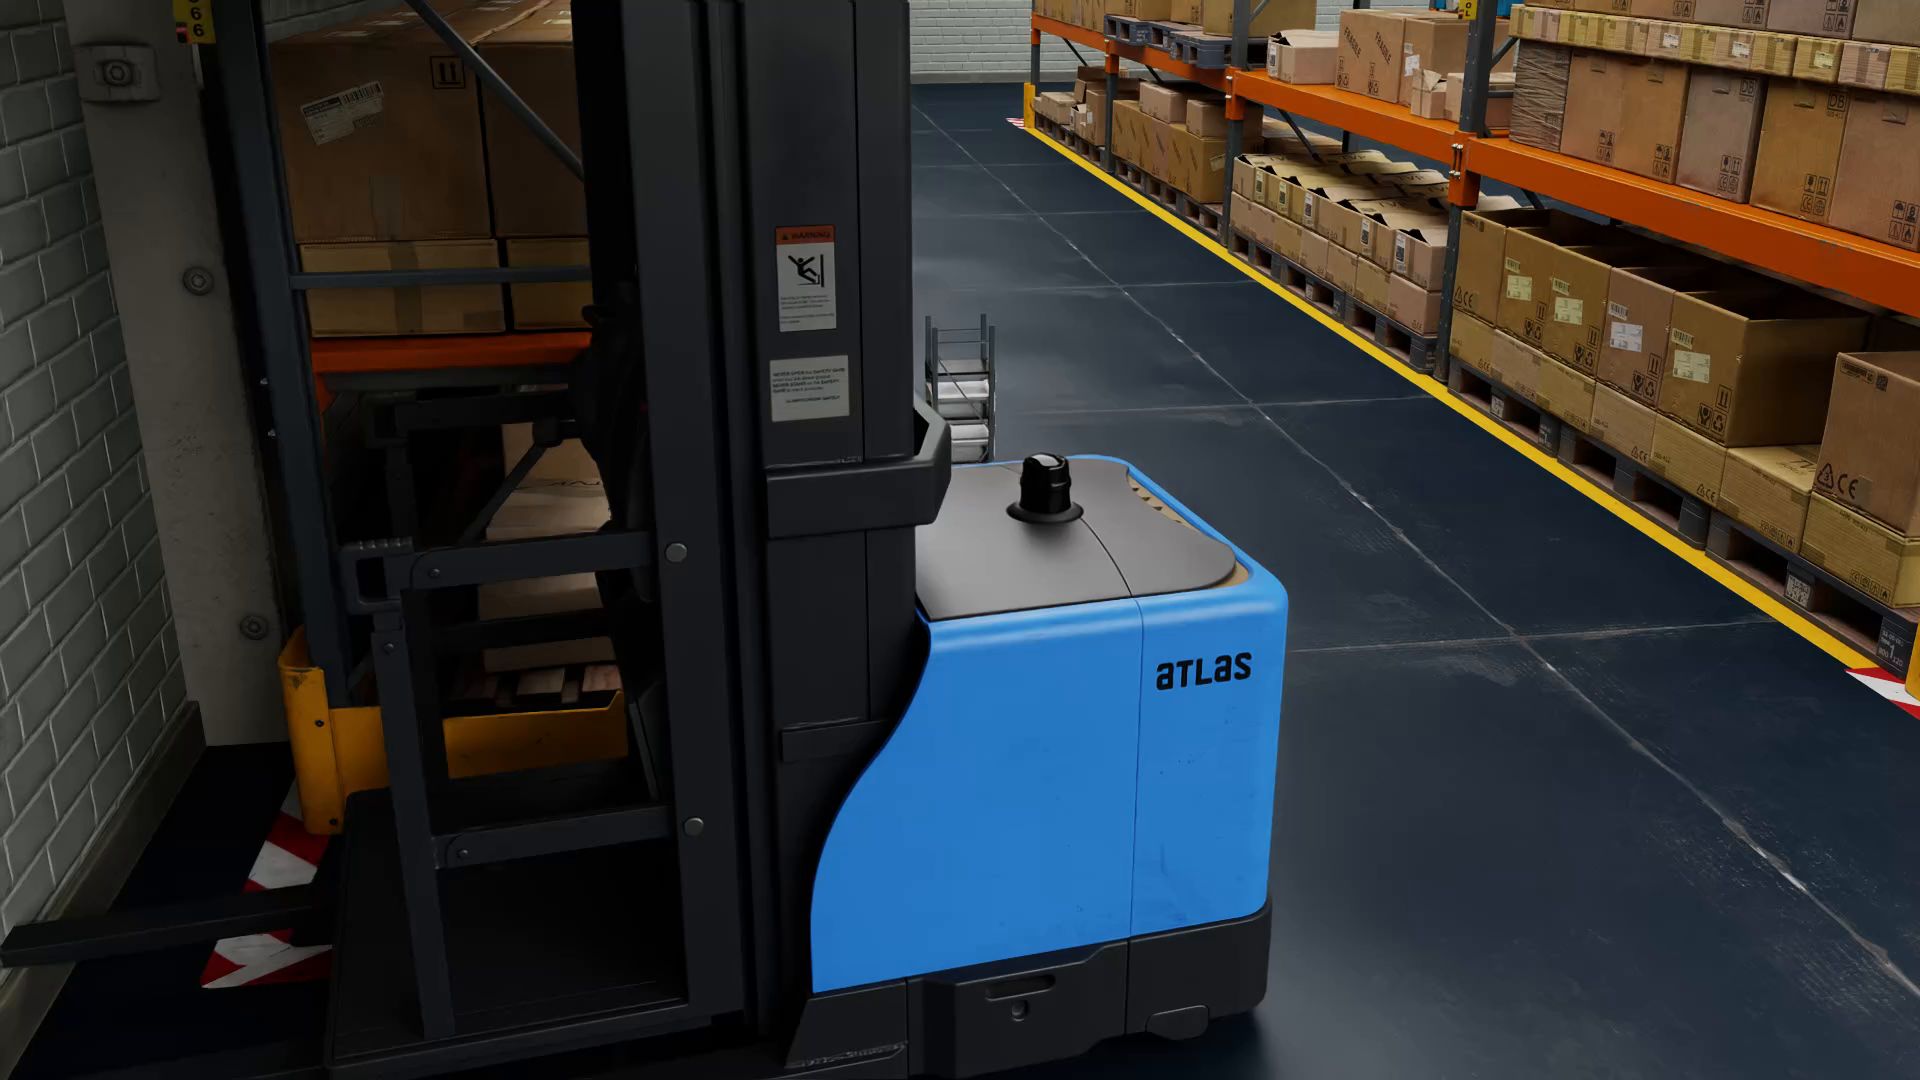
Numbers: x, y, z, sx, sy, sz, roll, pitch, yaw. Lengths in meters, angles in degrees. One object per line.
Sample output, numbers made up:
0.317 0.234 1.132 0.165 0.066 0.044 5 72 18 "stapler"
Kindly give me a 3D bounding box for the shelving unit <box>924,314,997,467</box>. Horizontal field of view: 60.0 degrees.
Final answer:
-0.001 -0.424 6.566 0.258 0.900 0.210 -3 21 -8 "shelving unit"

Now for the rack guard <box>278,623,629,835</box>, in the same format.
-1.252 0.488 4.694 1.175 0.500 0.348 -3 21 -8 "rack guard"

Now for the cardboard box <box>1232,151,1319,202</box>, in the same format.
2.292 -2.652 12.059 0.500 0.311 0.500 -2 21 -6 "cardboard box"

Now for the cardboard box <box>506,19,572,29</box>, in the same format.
-1.074 -1.299 5.020 0.500 0.500 0.500 -3 21 -8 "cardboard box"

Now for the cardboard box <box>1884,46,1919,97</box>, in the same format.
3.341 -1.560 5.535 0.380 0.149 0.250 -3 21 -9 "cardboard box"

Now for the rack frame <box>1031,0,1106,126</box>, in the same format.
1.354 -6.447 19.691 1.000 3.000 0.127 -3 21 -8 "rack frame"

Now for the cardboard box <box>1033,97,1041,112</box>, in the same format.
1.074 -5.155 19.678 0.380 0.149 0.250 -3 21 -8 "cardboard box"

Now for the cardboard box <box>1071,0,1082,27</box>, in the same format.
1.452 -5.625 17.347 0.500 0.500 0.500 -2 21 -7 "cardboard box"

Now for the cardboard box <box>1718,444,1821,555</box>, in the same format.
3.207 -0.159 6.185 0.500 0.250 0.500 -3 21 -8 "cardboard box"

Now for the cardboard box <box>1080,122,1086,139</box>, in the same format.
1.454 -4.243 17.234 0.380 0.149 0.250 -3 21 -8 "cardboard box"

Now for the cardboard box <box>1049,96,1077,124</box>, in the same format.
1.296 -4.816 18.625 0.500 0.250 0.500 -3 21 -8 "cardboard box"

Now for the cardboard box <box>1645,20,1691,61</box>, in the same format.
3.120 -2.094 6.966 0.380 0.149 0.250 -4 21 -9 "cardboard box"

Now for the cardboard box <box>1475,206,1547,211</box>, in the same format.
3.204 -1.793 9.758 0.500 0.311 0.500 -3 21 -8 "cardboard box"

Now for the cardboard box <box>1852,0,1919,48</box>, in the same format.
3.517 -1.924 5.584 0.700 0.500 0.500 -3 21 -9 "cardboard box"

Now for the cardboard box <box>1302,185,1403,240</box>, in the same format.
2.522 -2.116 10.623 0.500 0.311 0.500 -3 21 -8 "cardboard box"

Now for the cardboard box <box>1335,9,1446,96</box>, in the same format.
2.765 -3.144 10.704 0.500 0.500 0.500 -4 21 -11 "cardboard box"

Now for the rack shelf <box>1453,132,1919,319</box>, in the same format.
3.372 -1.263 6.838 1.077 0.370 4.000 -3 21 -8 "rack shelf"

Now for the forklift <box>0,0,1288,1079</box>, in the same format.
-0.879 -0.289 3.300 3.031 2.935 1.130 -6 21 -16 "forklift"

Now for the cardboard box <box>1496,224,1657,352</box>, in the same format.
2.920 -1.203 7.908 0.500 0.500 0.500 -3 21 -8 "cardboard box"

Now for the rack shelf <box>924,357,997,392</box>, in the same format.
-0.001 -0.646 6.483 0.258 0.077 0.200 -3 21 -8 "rack shelf"

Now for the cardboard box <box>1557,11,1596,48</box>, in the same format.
3.006 -2.364 7.689 0.380 0.149 0.250 -3 21 -9 "cardboard box"

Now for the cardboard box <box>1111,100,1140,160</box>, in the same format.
1.759 -3.917 15.862 0.500 0.500 0.500 -4 21 -10 "cardboard box"

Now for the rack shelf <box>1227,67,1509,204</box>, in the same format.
2.795 -2.648 10.546 1.077 0.370 4.000 -3 21 -8 "rack shelf"

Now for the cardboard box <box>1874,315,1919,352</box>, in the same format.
3.729 -0.537 6.125 0.500 0.500 0.500 -3 21 -8 "cardboard box"

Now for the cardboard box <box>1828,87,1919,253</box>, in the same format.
3.525 -1.298 5.762 0.700 0.500 0.500 -2 21 -6 "cardboard box"

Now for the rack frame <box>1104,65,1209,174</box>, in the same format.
1.930 -5.062 15.983 1.000 3.000 0.127 -3 21 -8 "rack frame"

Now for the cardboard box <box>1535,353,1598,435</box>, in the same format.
2.984 -0.678 7.575 0.500 0.250 0.500 -3 21 -8 "cardboard box"

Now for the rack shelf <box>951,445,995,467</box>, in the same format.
-0.001 -0.309 6.609 0.258 0.077 0.200 -3 21 -8 "rack shelf"

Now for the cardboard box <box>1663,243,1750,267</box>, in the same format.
3.503 -1.056 7.514 0.500 0.500 0.500 -3 21 -8 "cardboard box"

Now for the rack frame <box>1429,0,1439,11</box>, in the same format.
6.256 -6.696 20.356 1.000 3.000 0.127 -3 21 -8 "rack frame"

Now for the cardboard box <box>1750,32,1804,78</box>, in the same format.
3.229 -1.829 6.256 0.380 0.149 0.250 -2 21 -6 "cardboard box"

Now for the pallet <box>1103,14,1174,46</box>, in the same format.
1.938 -4.690 15.261 1.003 0.211 1.213 -3 21 -8 "pallet"

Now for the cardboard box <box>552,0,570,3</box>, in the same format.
-1.304 -1.836 6.459 0.500 0.500 0.500 -4 21 -9 "cardboard box"

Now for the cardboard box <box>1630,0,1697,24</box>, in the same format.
3.299 -2.445 6.979 0.700 0.500 0.500 -3 21 -8 "cardboard box"

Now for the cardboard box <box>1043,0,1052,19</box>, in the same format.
1.236 -6.149 18.749 0.500 0.500 0.500 -3 21 -8 "cardboard box"

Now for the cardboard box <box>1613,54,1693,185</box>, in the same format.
3.305 -1.830 7.185 0.700 0.500 0.500 -3 21 -7 "cardboard box"

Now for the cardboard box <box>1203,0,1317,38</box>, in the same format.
2.305 -4.133 12.752 0.700 0.500 0.500 -10 23 -26 "cardboard box"

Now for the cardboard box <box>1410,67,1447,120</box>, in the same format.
2.775 -2.525 9.380 0.396 0.266 0.258 -3 21 -9 "cardboard box"

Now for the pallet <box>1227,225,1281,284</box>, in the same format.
2.587 -2.084 11.994 1.003 0.211 1.213 -3 21 -8 "pallet"

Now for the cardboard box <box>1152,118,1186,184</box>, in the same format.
1.984 -3.385 14.436 0.500 0.500 0.500 -4 21 -10 "cardboard box"

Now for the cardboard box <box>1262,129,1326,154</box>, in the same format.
2.643 -3.065 13.580 0.500 0.500 0.500 -4 21 -10 "cardboard box"

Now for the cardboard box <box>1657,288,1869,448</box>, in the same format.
3.130 -0.683 6.517 0.500 0.500 0.500 -3 21 -8 "cardboard box"

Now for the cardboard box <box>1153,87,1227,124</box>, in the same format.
1.976 -3.749 14.338 0.500 0.250 0.500 -3 21 -9 "cardboard box"

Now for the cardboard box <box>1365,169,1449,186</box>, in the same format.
2.978 -2.325 11.183 0.500 0.311 0.500 -3 21 -8 "cardboard box"

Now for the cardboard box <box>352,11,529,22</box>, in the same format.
-1.661 -1.453 5.433 0.500 0.500 0.500 -3 21 -9 "cardboard box"

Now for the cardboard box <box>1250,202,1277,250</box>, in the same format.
2.365 -2.216 11.691 0.500 0.250 0.500 -3 21 -9 "cardboard box"

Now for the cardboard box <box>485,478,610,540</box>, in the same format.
-1.334 -0.044 5.762 0.500 0.311 0.500 -1 21 -3 "cardboard box"

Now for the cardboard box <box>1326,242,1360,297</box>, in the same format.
2.592 -1.682 10.263 0.500 0.250 0.500 -2 21 -7 "cardboard box"

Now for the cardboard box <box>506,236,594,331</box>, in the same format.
-0.997 -0.780 4.704 0.500 0.250 0.500 -4 21 -9 "cardboard box"

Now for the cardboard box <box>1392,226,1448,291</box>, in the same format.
2.742 -1.589 9.213 0.500 0.311 0.500 -3 21 -8 "cardboard box"

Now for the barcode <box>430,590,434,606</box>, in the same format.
-1.650 0.163 5.194 0.001 0.075 0.075 -3 21 -8 "barcode"

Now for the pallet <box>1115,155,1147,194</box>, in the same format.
2.085 -3.476 15.722 1.003 0.211 1.213 -3 21 -8 "pallet"

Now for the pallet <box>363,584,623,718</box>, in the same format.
-1.334 0.341 5.502 1.003 0.211 1.213 -3 21 -8 "pallet"

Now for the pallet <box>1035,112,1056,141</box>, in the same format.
1.481 -4.838 19.369 1.003 0.211 1.213 -3 21 -8 "pallet"

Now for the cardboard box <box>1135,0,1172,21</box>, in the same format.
1.939 -4.896 14.793 0.700 0.500 0.500 0 20 1 "cardboard box"

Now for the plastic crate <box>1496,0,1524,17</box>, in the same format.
6.199 -5.983 18.603 0.416 0.233 0.300 -3 21 -8 "plastic crate"

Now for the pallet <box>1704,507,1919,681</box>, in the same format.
3.509 0.136 6.050 1.003 0.211 1.213 -3 21 -8 "pallet"
